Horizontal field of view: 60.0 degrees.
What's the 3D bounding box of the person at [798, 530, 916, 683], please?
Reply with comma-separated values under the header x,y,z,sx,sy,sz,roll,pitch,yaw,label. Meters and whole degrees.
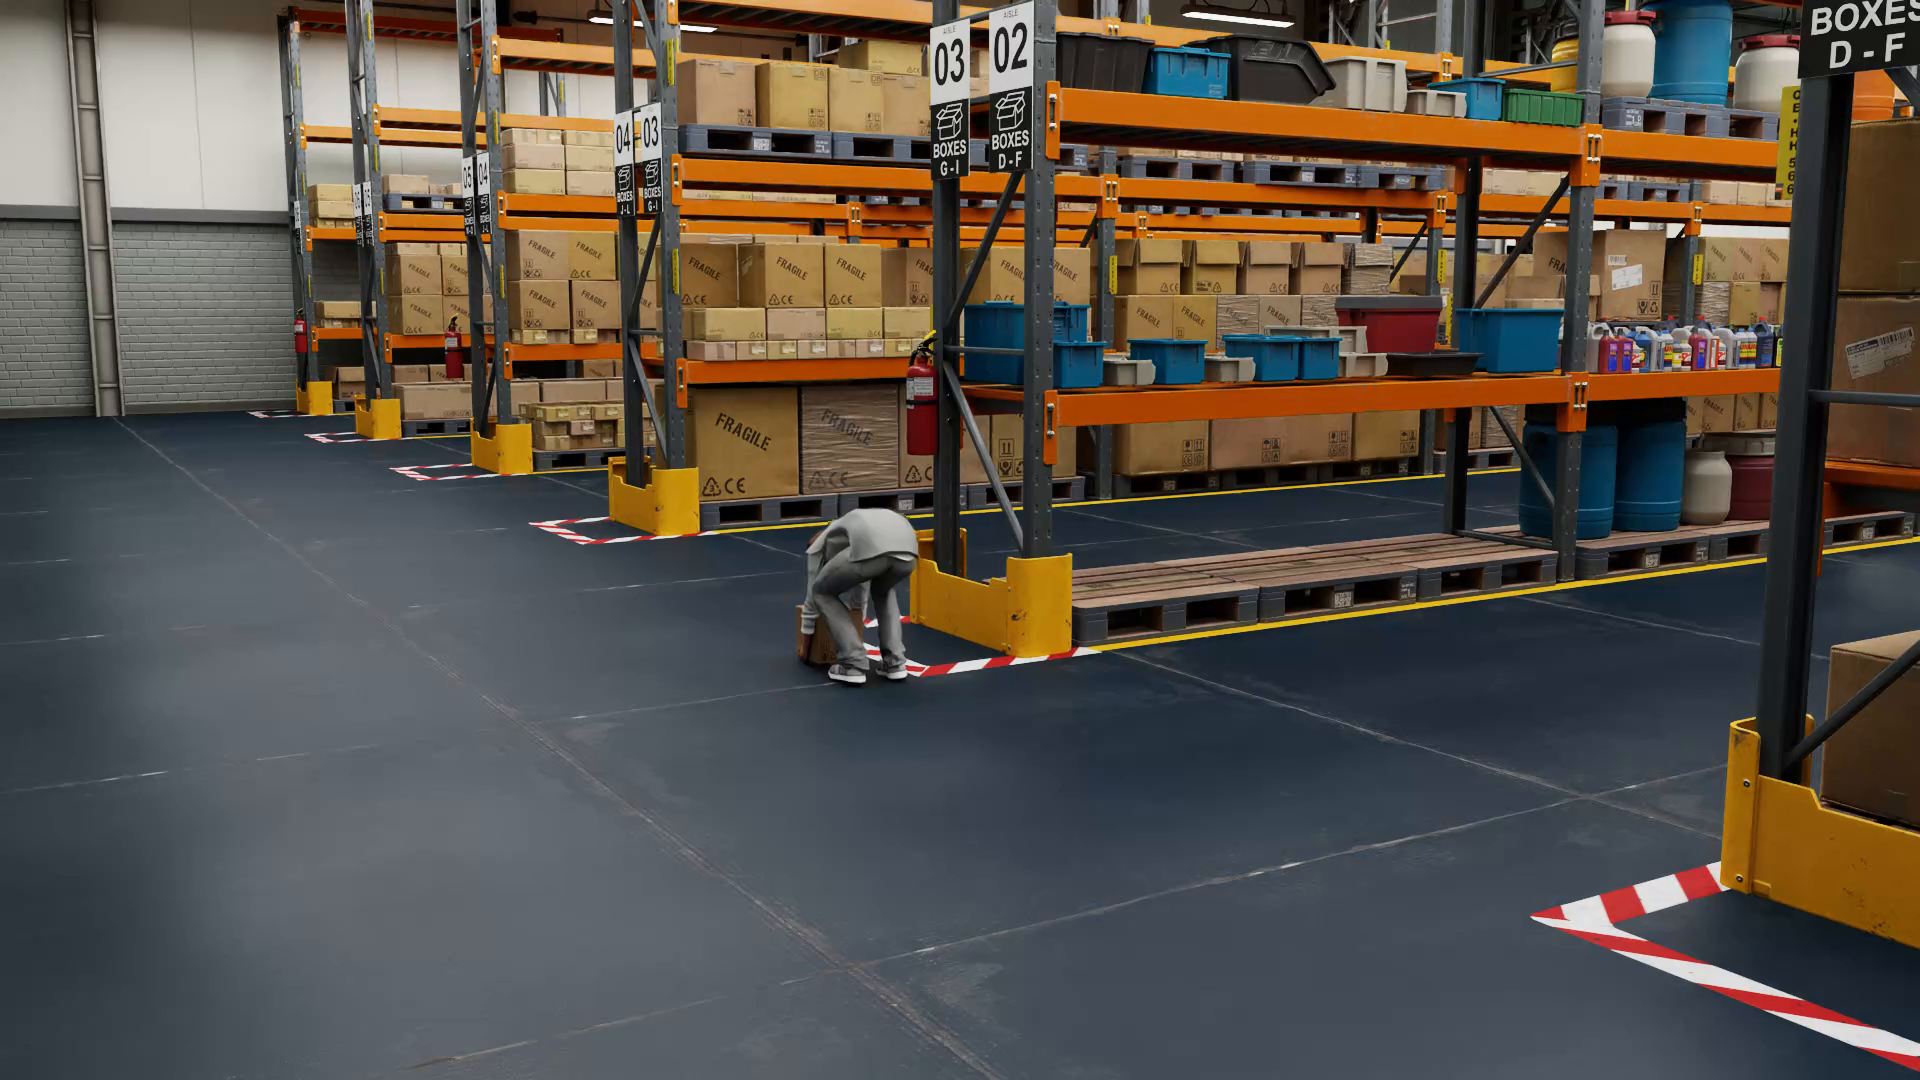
x,y,z,sx,sy,sz,roll,pitch,yaw,label
-0.511,0.268,7.944,0.431,0.753,0.826,-5,10,-29,person
